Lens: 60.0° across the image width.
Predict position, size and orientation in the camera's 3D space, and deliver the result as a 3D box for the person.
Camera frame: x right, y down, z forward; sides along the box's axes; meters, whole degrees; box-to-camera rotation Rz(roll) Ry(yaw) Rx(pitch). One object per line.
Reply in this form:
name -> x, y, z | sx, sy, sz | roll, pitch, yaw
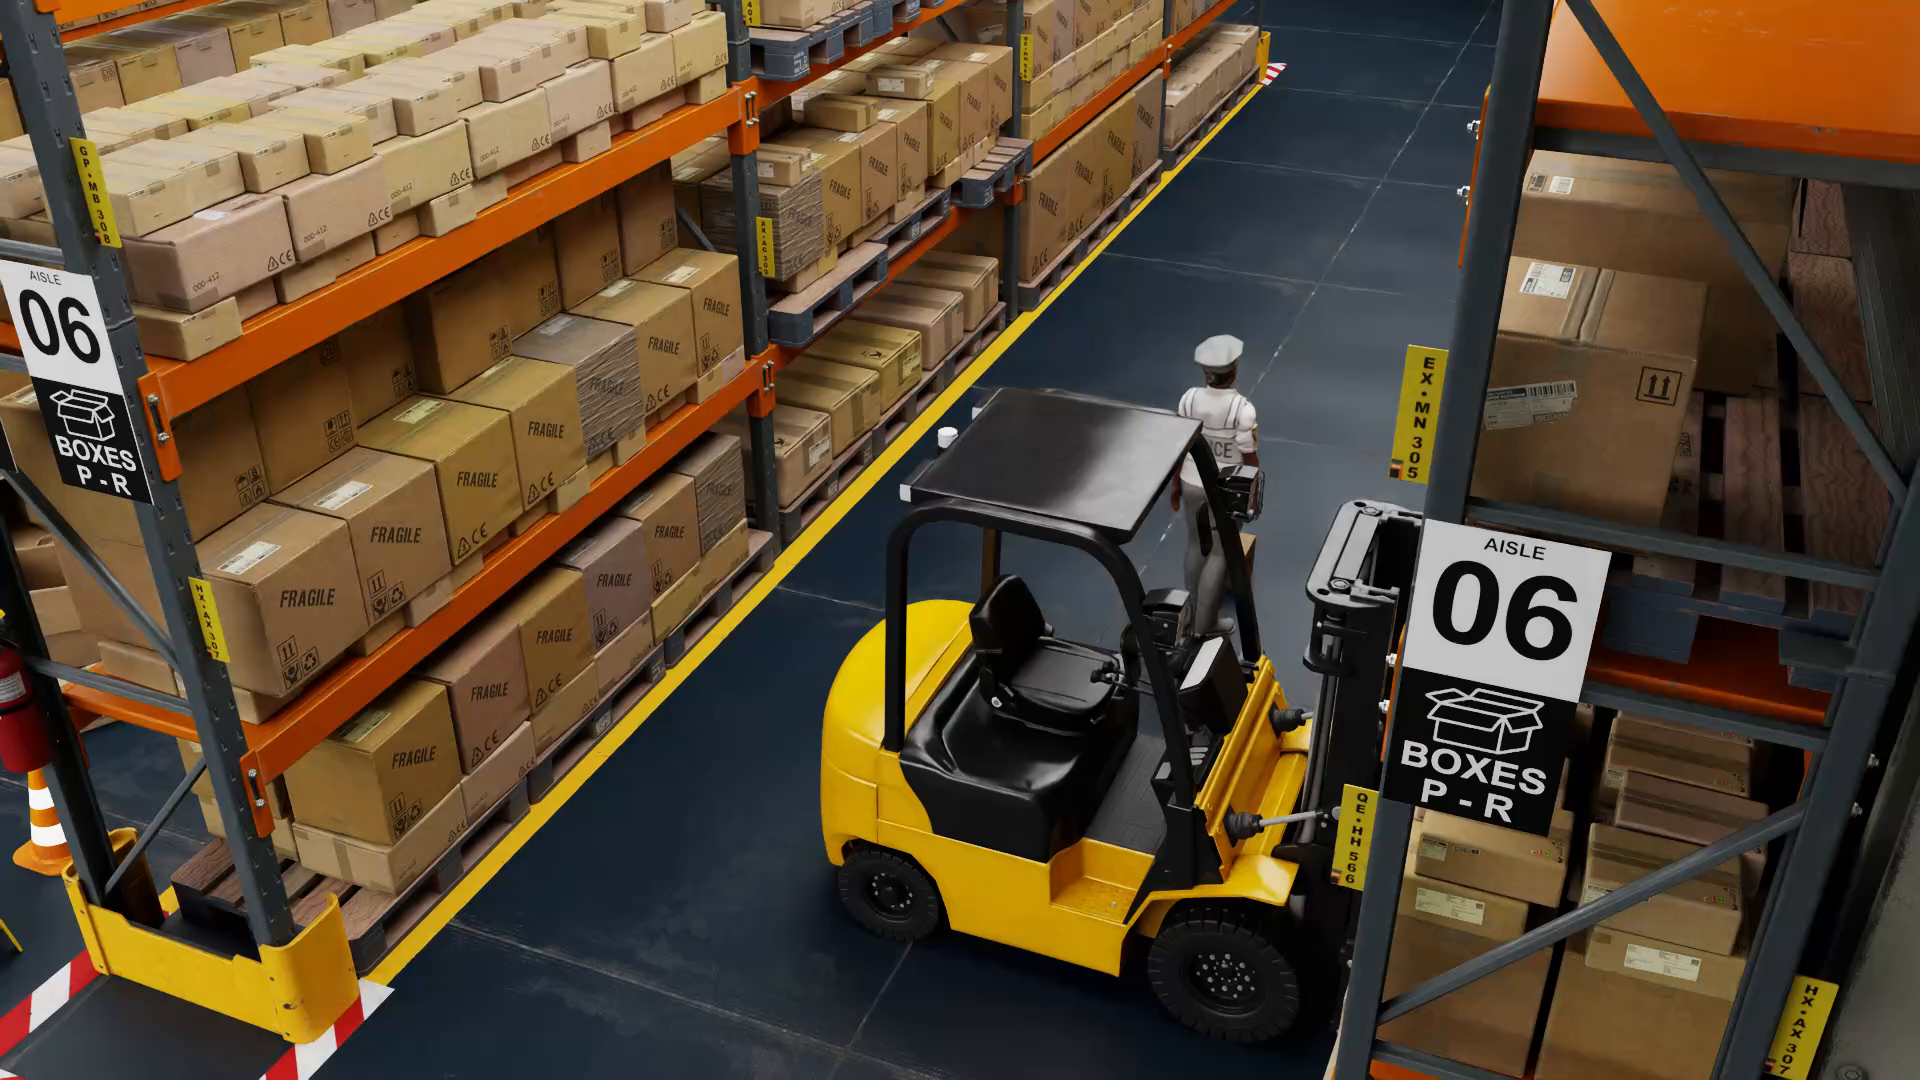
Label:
person -> 1.369, -0.281, 8.848 | 0.474, 1.680, 0.489 | 19, 35, 30
